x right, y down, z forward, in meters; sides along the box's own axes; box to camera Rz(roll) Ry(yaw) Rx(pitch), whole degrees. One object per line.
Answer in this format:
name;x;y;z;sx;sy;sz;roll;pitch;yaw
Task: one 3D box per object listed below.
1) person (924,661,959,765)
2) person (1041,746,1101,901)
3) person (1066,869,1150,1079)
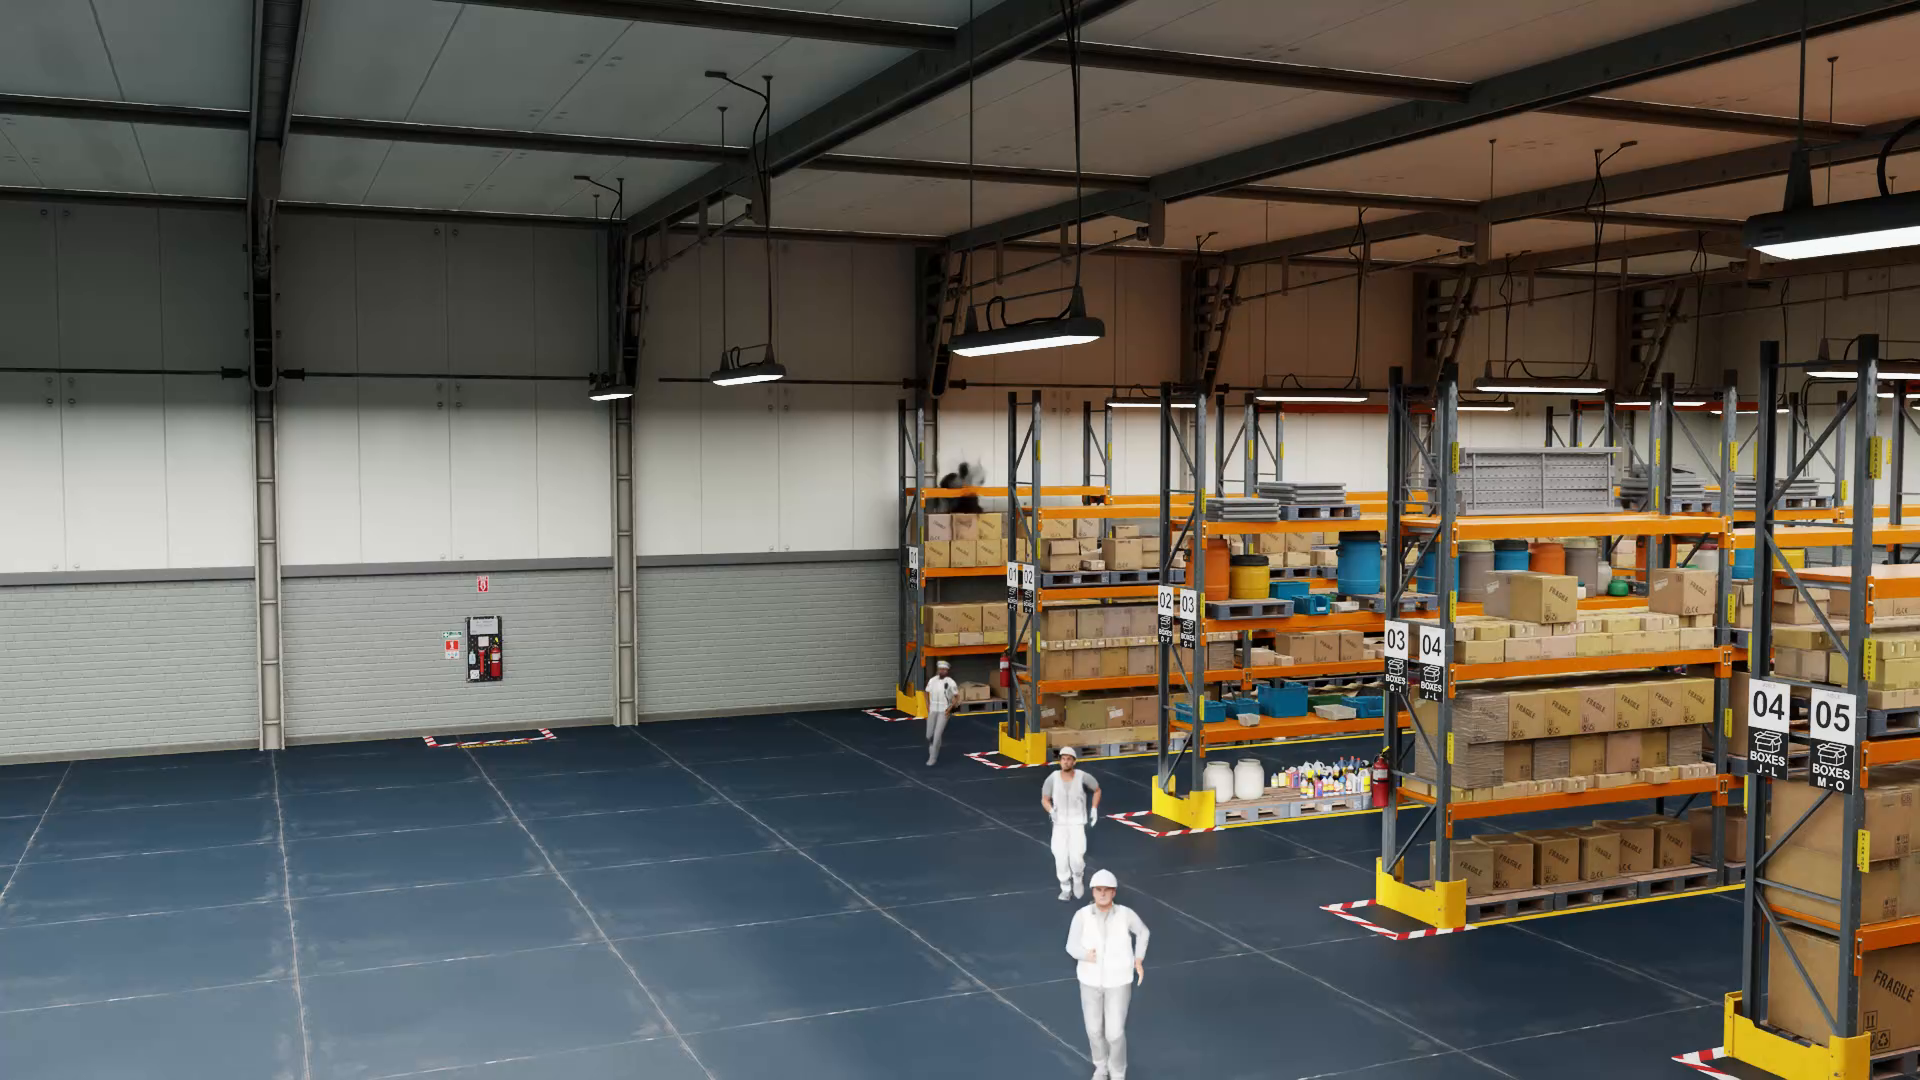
person;-0.303;2.775;26.884;0.593;1.686;0.631;1;3;13
person;1.216;3.190;18.571;0.644;1.751;0.647;1;3;13
person;1.154;3.513;13.152;0.625;1.806;0.721;1;3;14
